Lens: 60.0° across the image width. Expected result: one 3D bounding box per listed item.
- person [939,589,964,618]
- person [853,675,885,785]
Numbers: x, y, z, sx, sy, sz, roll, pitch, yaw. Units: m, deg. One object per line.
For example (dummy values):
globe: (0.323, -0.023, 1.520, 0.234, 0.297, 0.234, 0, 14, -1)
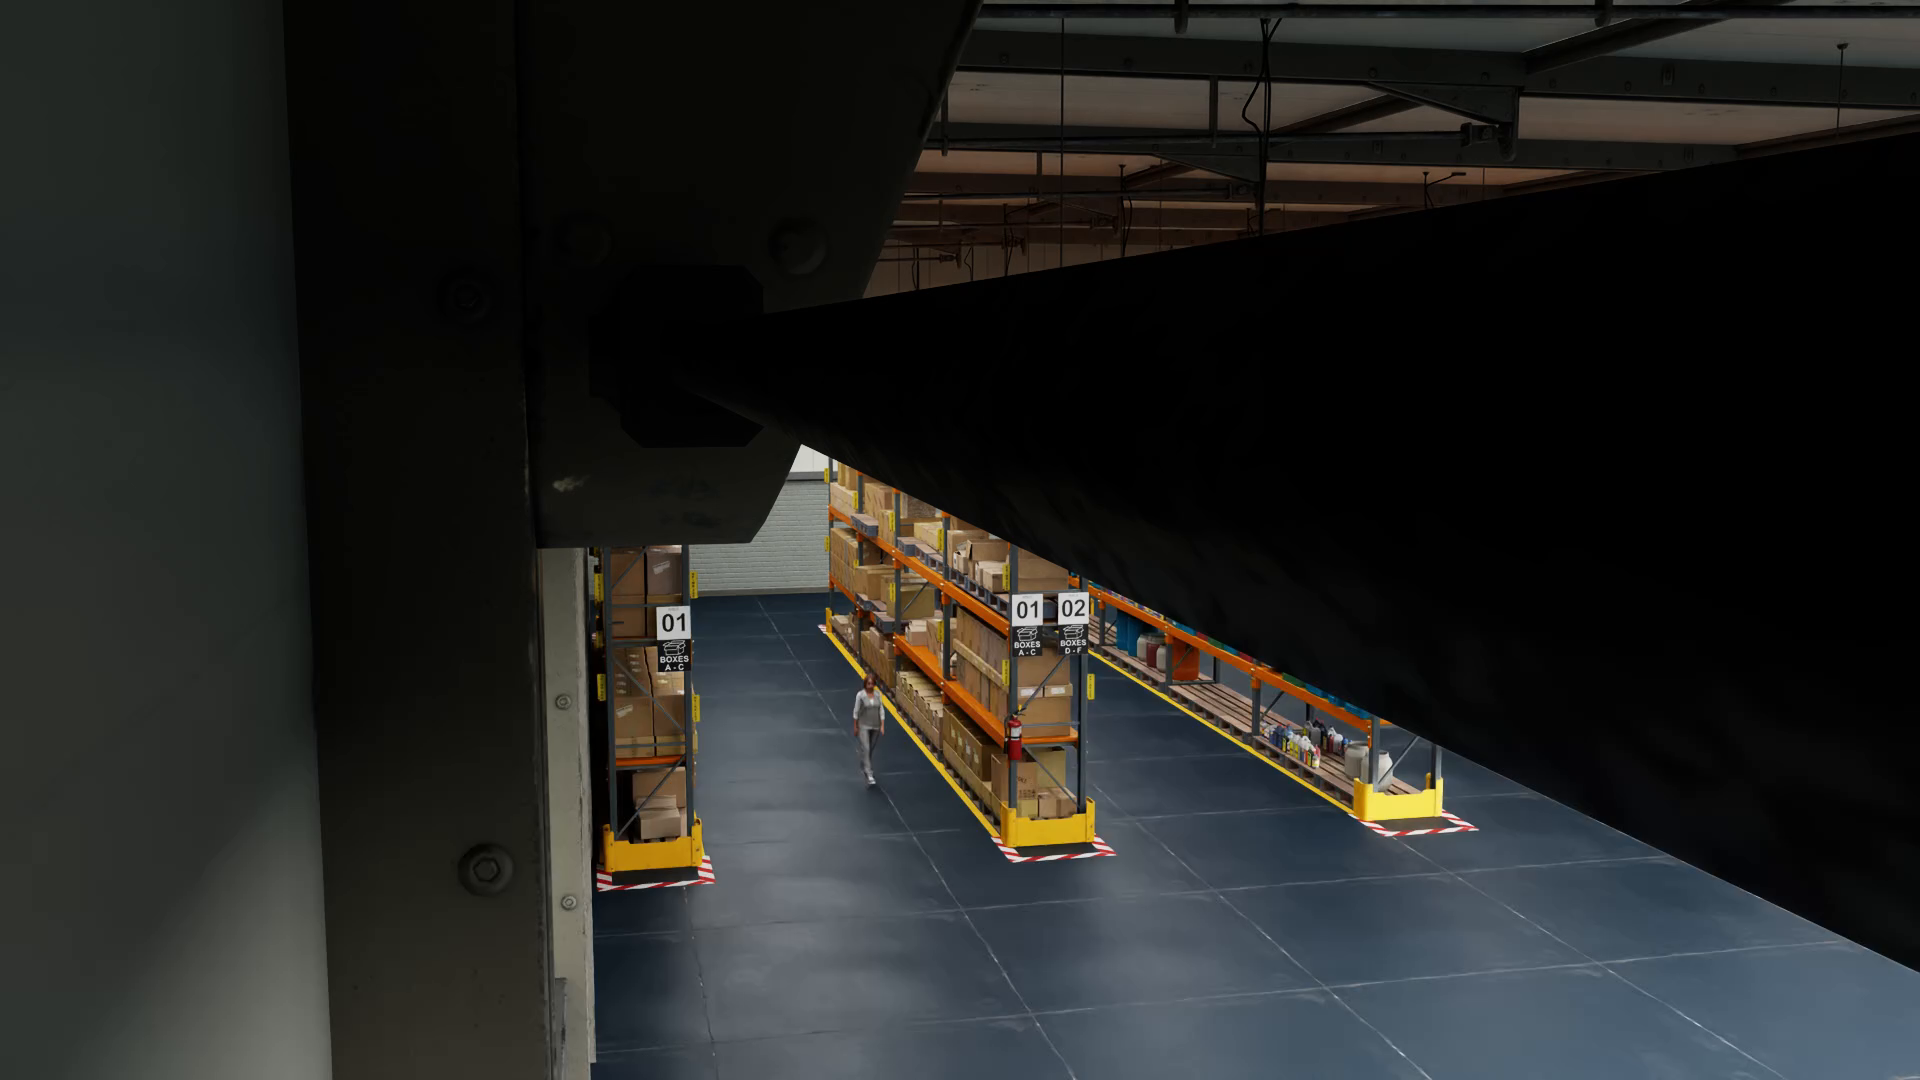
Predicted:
person: (-0.155, 1.288, 35.201, 0.585, 1.728, 1.023, -2, 7, -16)
person: (-1.283, 2.707, 23.921, 0.434, 1.546, 0.967, -4, 8, -28)
